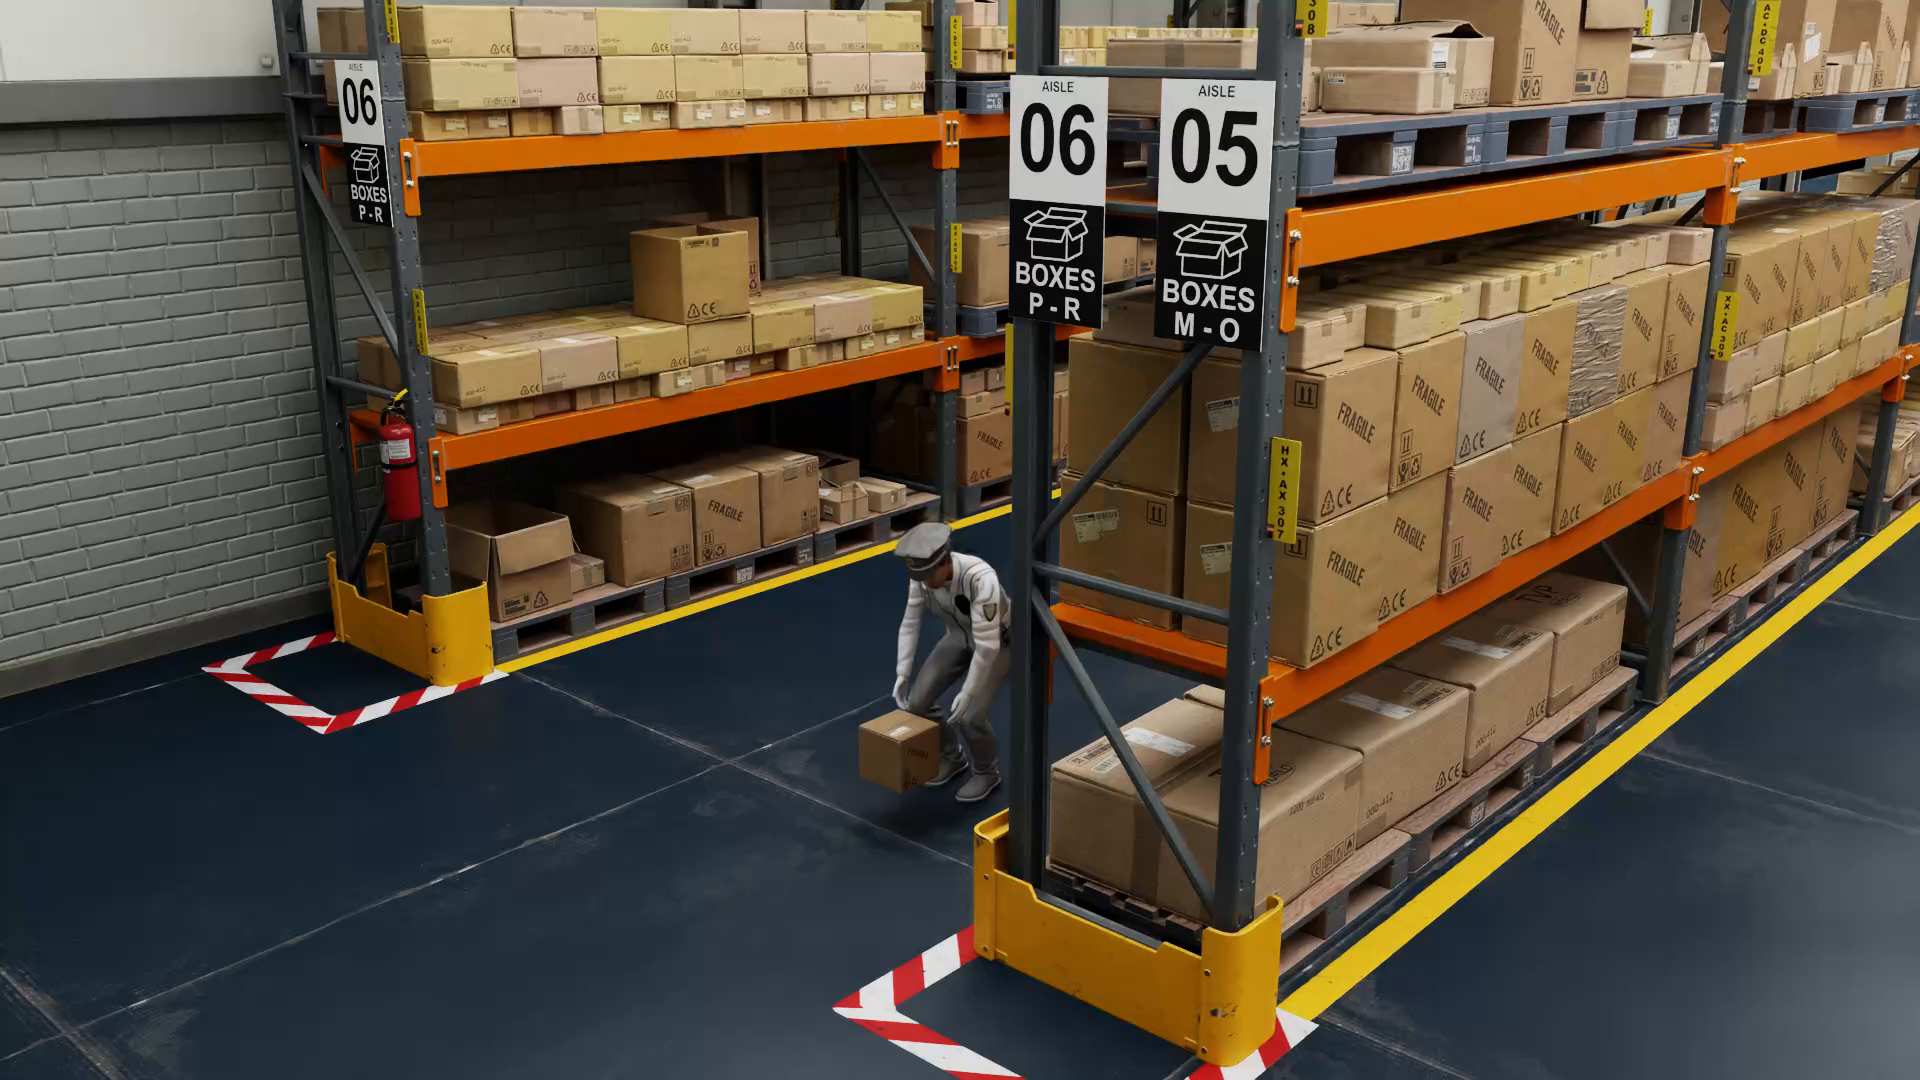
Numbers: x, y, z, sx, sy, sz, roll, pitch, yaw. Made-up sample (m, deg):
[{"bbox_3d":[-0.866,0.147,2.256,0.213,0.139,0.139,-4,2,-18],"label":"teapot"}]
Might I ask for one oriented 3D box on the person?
[{"bbox_3d":[-0.002,0.550,7.440,0.532,1.267,0.761,14,22,38],"label":"person"}]
